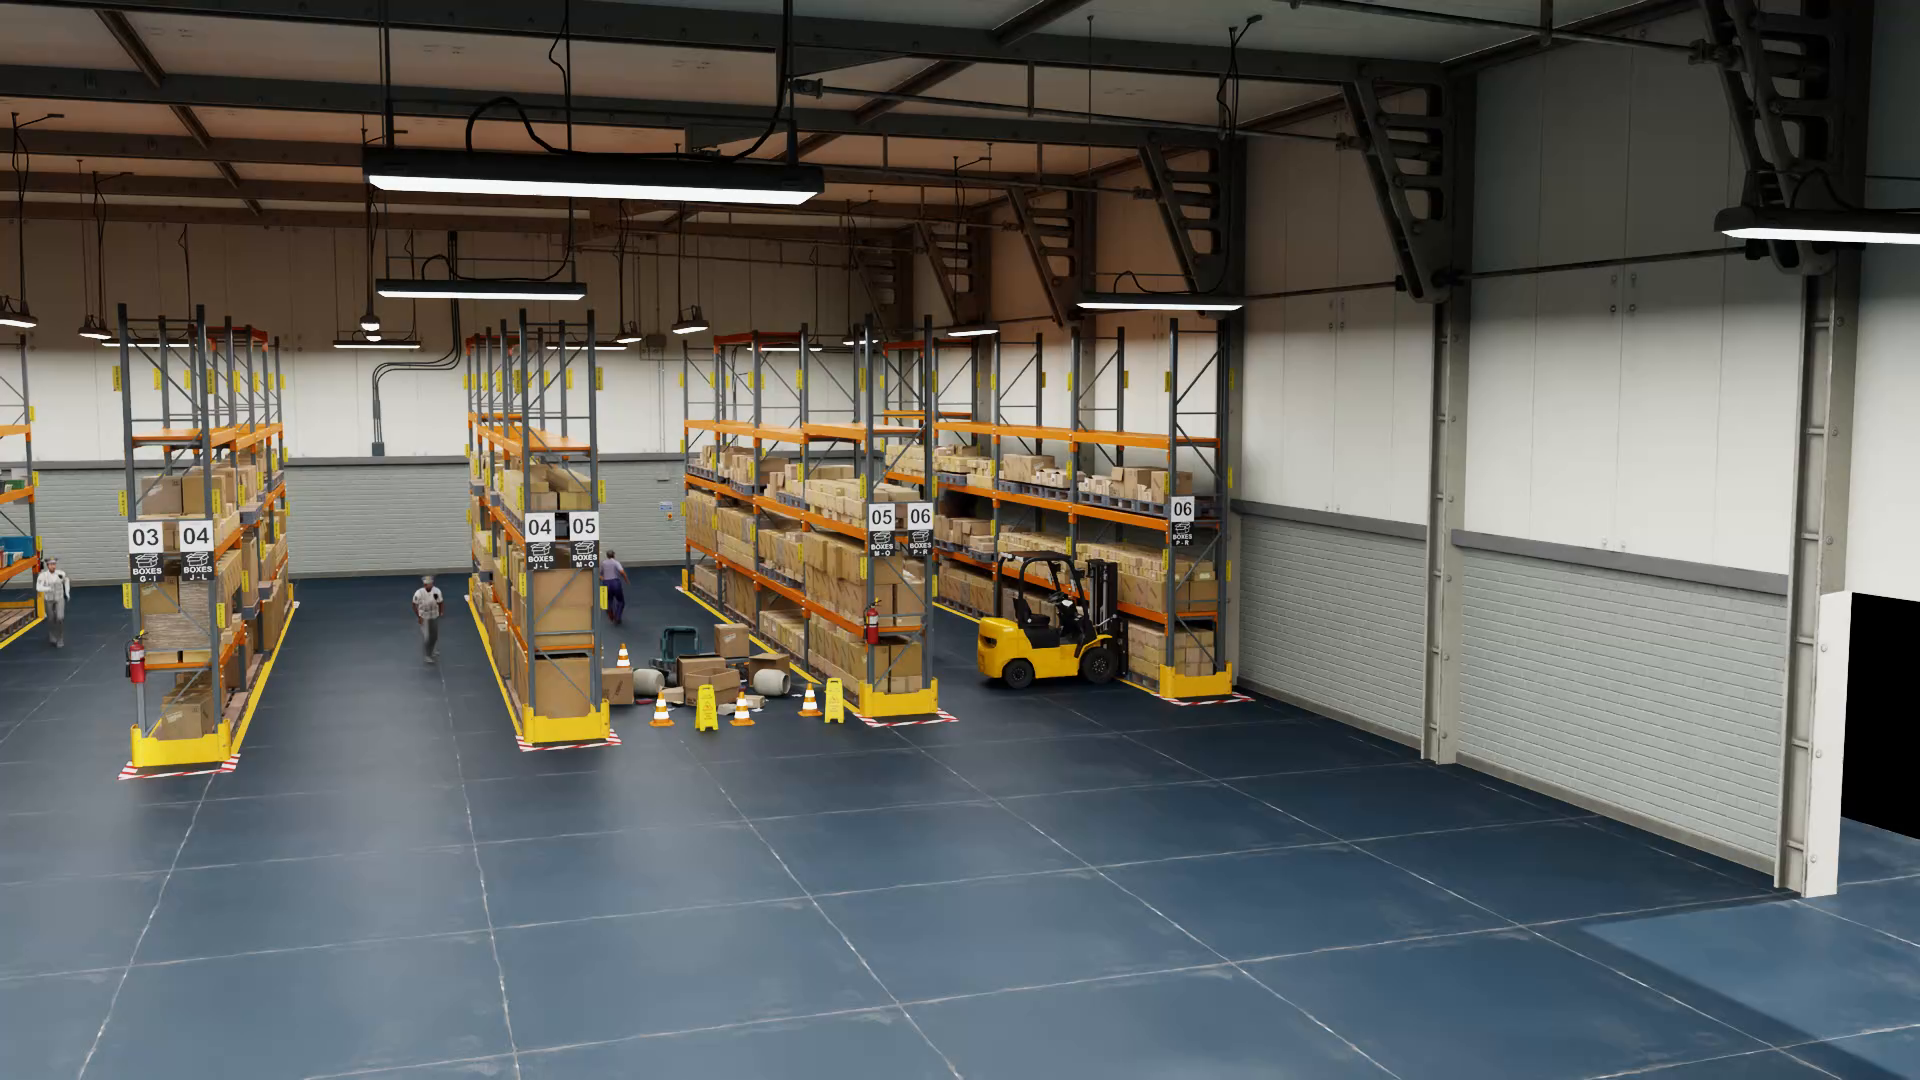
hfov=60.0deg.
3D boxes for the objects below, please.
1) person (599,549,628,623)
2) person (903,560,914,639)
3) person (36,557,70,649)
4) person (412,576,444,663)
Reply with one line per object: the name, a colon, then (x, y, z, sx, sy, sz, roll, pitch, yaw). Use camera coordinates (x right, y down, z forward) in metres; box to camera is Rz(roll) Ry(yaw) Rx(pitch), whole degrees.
person: (-7.257, 0.970, 34.631, 0.656, 1.556, 0.499, 0, 5, 2)
person: (-1.150, 1.167, 31.785, 0.623, 1.633, 0.861, -2, 6, -22)
person: (-17.160, 1.177, 31.486, 0.551, 1.744, 0.832, -3, 6, -28)
person: (-9.523, 1.392, 29.821, 0.617, 1.588, 0.846, -5, 7, -41)
